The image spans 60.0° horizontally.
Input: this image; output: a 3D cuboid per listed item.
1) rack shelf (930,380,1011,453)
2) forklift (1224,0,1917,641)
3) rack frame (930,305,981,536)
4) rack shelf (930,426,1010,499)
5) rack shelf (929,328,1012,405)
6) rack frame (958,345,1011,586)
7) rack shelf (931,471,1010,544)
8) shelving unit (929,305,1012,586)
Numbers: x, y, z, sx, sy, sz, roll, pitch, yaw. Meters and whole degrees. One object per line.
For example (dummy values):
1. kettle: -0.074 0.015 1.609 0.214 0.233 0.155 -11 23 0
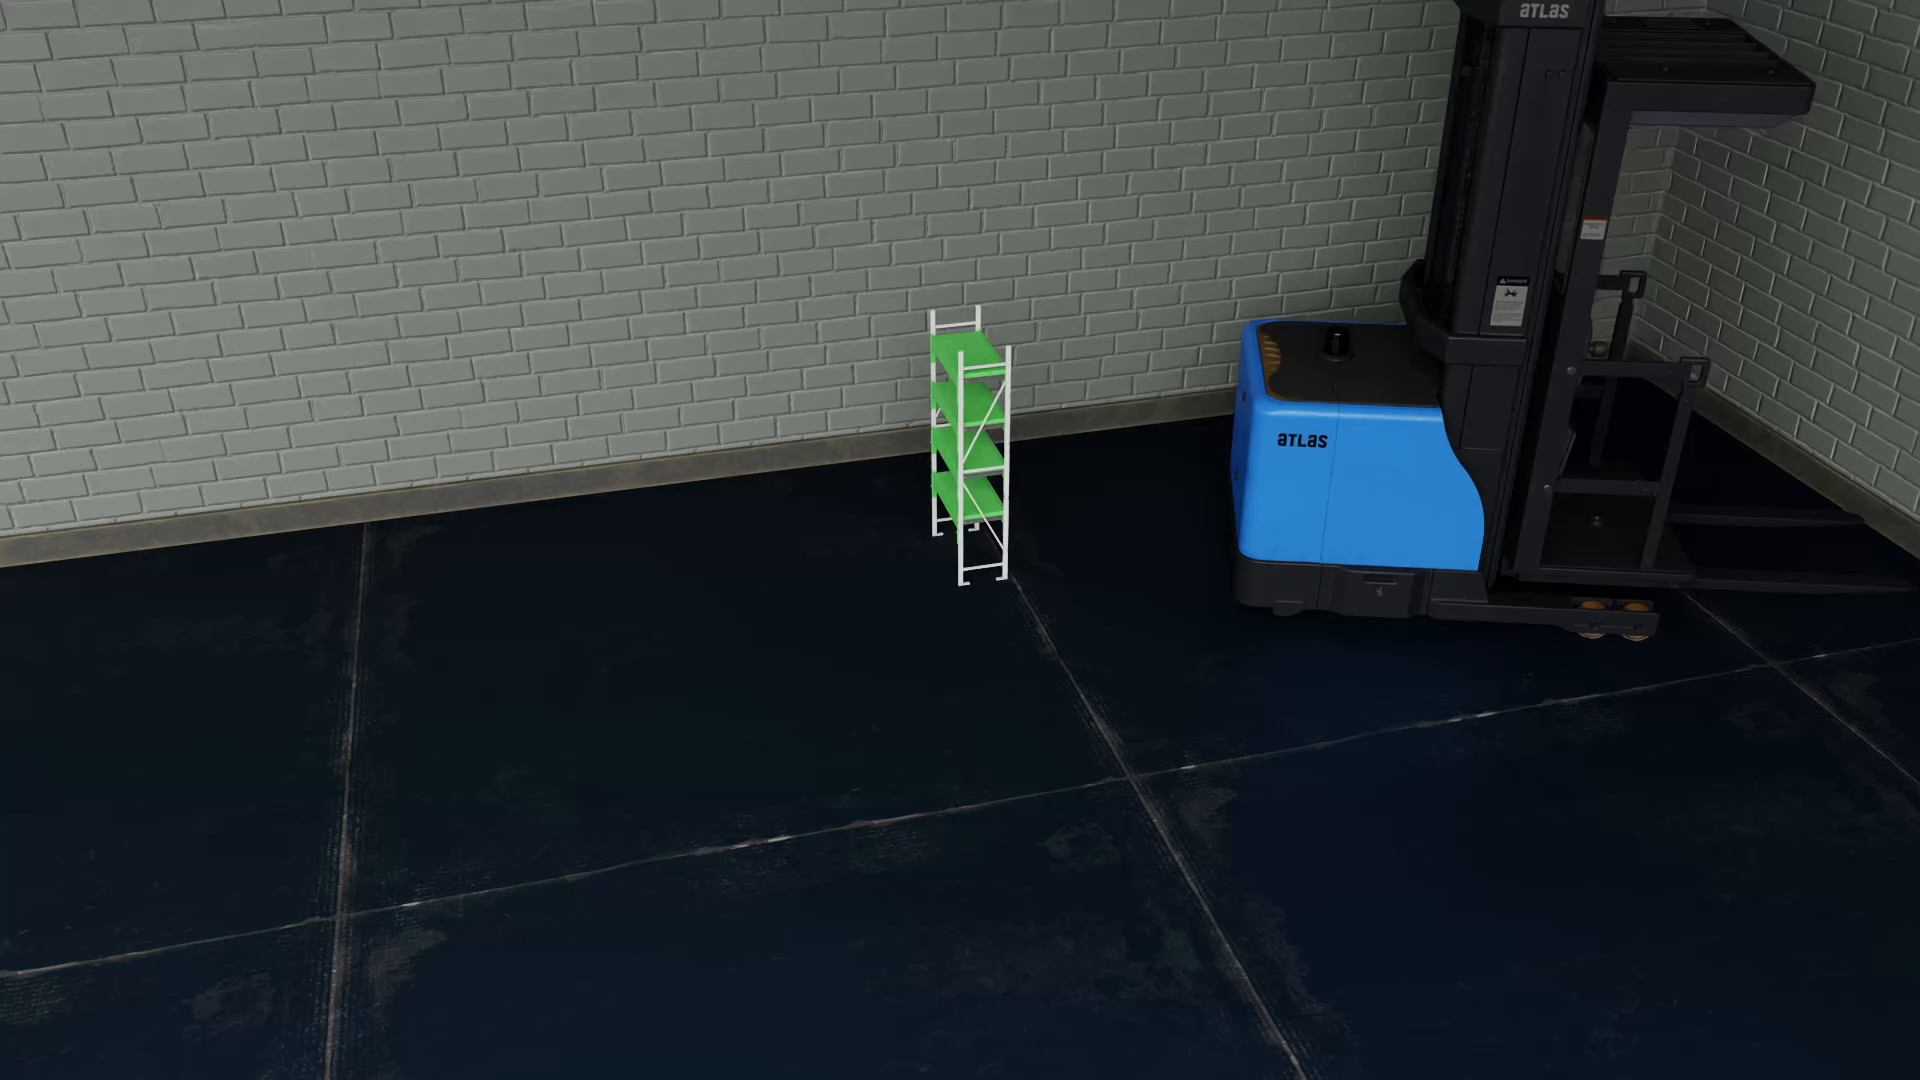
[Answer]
1. rack shelf: 0.044 -0.592 7.723 0.258 0.148 0.480 -8 31 -13
2. forklift: 2.801 -1.096 7.218 3.031 2.935 1.130 3 30 5
3. rack frame: -0.021 -0.557 8.015 0.240 1.200 0.015 -8 31 -13
4. rack shelf: 0.044 -0.384 7.843 0.258 0.148 0.480 -8 31 -13
5. rack shelf: 0.044 -0.799 7.603 0.258 0.148 0.480 -8 31 -13
6. rack frame: 0.109 -0.321 7.608 0.240 1.200 0.015 -8 31 -13
7. rack shelf: 0.044 -0.176 7.964 0.258 0.148 0.480 -8 31 -13
8. shelving unit: 0.044 -0.439 7.811 0.258 1.200 0.503 -8 31 -13
